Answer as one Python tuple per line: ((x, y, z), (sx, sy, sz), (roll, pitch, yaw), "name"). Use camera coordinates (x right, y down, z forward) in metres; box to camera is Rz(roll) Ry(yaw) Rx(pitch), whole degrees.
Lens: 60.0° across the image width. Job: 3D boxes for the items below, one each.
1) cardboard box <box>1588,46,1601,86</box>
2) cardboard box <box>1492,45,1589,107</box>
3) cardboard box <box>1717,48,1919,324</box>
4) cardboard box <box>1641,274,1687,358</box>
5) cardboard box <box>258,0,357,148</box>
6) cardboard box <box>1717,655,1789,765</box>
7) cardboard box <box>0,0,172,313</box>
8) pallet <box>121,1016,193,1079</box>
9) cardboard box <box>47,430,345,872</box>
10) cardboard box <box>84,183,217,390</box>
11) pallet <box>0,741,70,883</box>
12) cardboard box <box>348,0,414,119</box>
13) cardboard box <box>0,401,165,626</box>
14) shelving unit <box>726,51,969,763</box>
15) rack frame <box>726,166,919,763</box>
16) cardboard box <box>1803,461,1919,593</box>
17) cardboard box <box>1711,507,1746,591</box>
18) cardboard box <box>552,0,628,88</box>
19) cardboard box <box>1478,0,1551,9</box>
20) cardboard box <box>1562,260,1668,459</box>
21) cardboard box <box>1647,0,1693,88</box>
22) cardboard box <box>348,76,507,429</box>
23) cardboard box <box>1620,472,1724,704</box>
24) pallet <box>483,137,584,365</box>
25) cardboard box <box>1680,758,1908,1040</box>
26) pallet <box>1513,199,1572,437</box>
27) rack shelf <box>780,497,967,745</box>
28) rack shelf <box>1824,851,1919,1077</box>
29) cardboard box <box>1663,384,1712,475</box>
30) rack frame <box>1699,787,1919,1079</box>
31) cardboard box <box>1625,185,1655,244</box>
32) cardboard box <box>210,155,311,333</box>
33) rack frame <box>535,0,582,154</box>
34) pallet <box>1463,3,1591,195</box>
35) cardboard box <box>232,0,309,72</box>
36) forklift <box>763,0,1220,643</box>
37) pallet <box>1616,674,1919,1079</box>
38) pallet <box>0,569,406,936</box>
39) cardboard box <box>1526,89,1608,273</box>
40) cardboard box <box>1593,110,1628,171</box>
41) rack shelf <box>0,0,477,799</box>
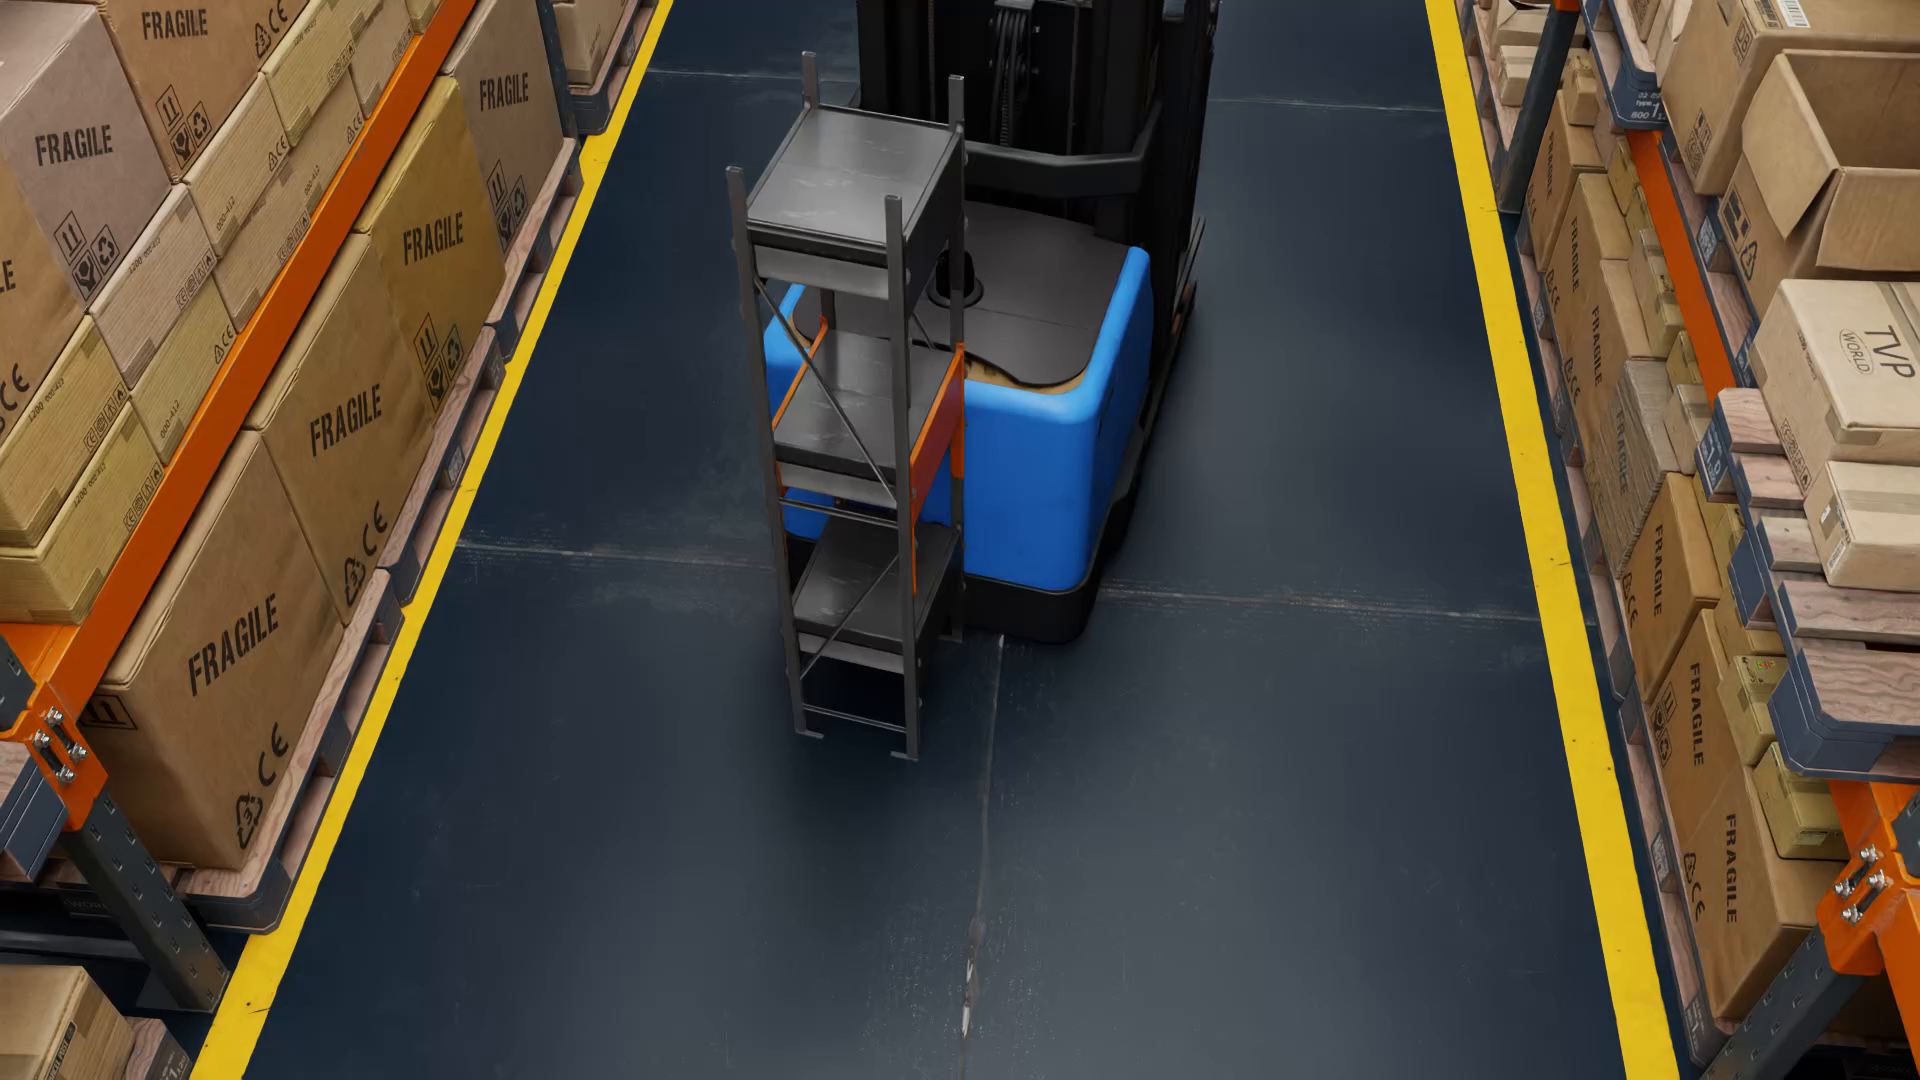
((2.535, -1.765, 6.099), (0.380, 0.149, 0.250), (3, 48, 3), "cardboard box")
((2.530, -2.006, 7.199), (0.380, 0.149, 0.250), (3, 48, 2), "cardboard box")
((2.372, -0.846, 4.137), (0.797, 0.503, 0.637), (3, 48, 3), "cardboard box")
((2.418, -0.705, 5.331), (0.380, 0.149, 0.250), (5, 48, 5), "cardboard box")
((-2.079, -1.379, 4.742), (0.500, 0.250, 0.500), (5, 48, 4), "cardboard box")
((2.194, 0.443, 4.282), (0.380, 0.149, 0.250), (2, 48, 2), "cardboard box")
((-2.212, -0.871, 3.768), (0.500, 0.500, 0.500), (4, 48, 4), "cardboard box")
((-2.609, 1.727, 4.028), (1.003, 0.211, 1.213), (4, 48, 4), "pallet")
((-2.390, 0.285, 4.612), (0.875, 0.875, 0.875), (3, 48, 3), "cardboard box")
((-2.196, -0.642, 4.067), (0.500, 0.250, 0.500), (5, 48, 4), "cardboard box")
((-2.495, 0.807, 3.109), (1.213, 0.211, 1.003), (4, 48, 4), "pallet")
((-2.074, -1.587, 5.270), (0.500, 0.250, 0.500), (3, 48, 2), "cardboard box")
((-2.241, -0.081, 3.893), (0.500, 0.250, 0.500), (3, 48, 3), "cardboard box")
((-0.252, -0.241, 4.547), (0.431, 2.100, 0.503), (12, 49, 11), "shelving unit")
((-0.320, -0.068, 4.389), (0.400, 2.100, 0.015), (12, 49, 11), "rack frame")
((2.085, -0.023, 3.624), (0.380, 0.149, 0.250), (5, 48, 4), "cardboard box")
((2.331, 0.061, 4.631), (0.380, 0.149, 0.250), (5, 48, 5), "cardboard box")
((-2.007, -2.459, 7.418), (0.875, 0.438, 0.875), (3, 48, 3), "cardboard box")
((2.775, -2.803, 7.690), (0.700, 0.500, 0.500), (2, 48, 2), "cardboard box")
((2.415, -0.596, 5.672), (0.500, 0.500, 0.500), (3, 48, 2), "cardboard box")
((2.263, -1.498, 4.894), (0.396, 0.266, 0.258), (6, 48, 5), "cardboard box")
((-2.223, -1.027, 5.812), (0.875, 0.875, 0.875), (5, 48, 5), "cardboard box")
((2.333, 0.167, 4.974), (0.500, 0.500, 0.500), (6, 48, 5), "cardboard box")
((-2.167, -1.215, 6.718), (1.003, 0.211, 1.213), (4, 48, 4), "pallet")
((2.232, 0.919, 4.286), (0.500, 0.500, 0.500), (5, 48, 5), "cardboard box")
((2.736, -0.856, 6.390), (1.003, 0.211, 1.213), (4, 48, 4), "pallet")
((-0.252, 0.241, 5.074), (0.431, 0.518, 0.480), (12, 49, 11), "rack shelf")
((2.225, 2.255, 2.142), (1.077, 0.370, 4.000), (4, 48, 4), "rack shelf")
((2.349, -0.327, 4.986), (0.380, 0.149, 0.250), (2, 48, 2), "cardboard box")
((2.404, 0.542, 3.221), (0.949, 2.616, 0.053), (4, 48, 4), "rack frame")
((2.503, -1.068, 5.664), (0.380, 0.149, 0.250), (3, 48, 3), "cardboard box")
((-2.158, -0.844, 4.591), (0.500, 0.250, 0.500), (5, 48, 5), "cardboard box")
((-2.171, -2.728, 6.212), (1.000, 3.000, 0.127), (4, 48, 4), "rack frame")
((2.836, -1.960, 7.400), (1.003, 0.211, 1.213), (4, 48, 4), "pallet")
((-2.100, -1.621, 4.454), (0.500, 0.500, 0.500), (5, 48, 4), "cardboard box")
((0.296, -1.772, 5.384), (1.130, 2.935, 3.031), (12, 49, 11), "forklift")
((2.513, 0.937, 4.750), (1.003, 0.211, 1.213), (4, 48, 4), "pallet")
((-2.389, 0.578, 5.078), (1.003, 0.211, 1.213), (4, 48, 4), "pallet")
((2.504, -1.355, 6.366), (0.500, 0.500, 0.500), (6, 48, 5), "cardboard box")
((2.526, -1.460, 6.022), (0.380, 0.149, 0.250), (3, 48, 2), "cardboard box")
((-2.354, -1.016, 5.134), (1.077, 0.370, 4.000), (4, 48, 4), "rack shelf")
